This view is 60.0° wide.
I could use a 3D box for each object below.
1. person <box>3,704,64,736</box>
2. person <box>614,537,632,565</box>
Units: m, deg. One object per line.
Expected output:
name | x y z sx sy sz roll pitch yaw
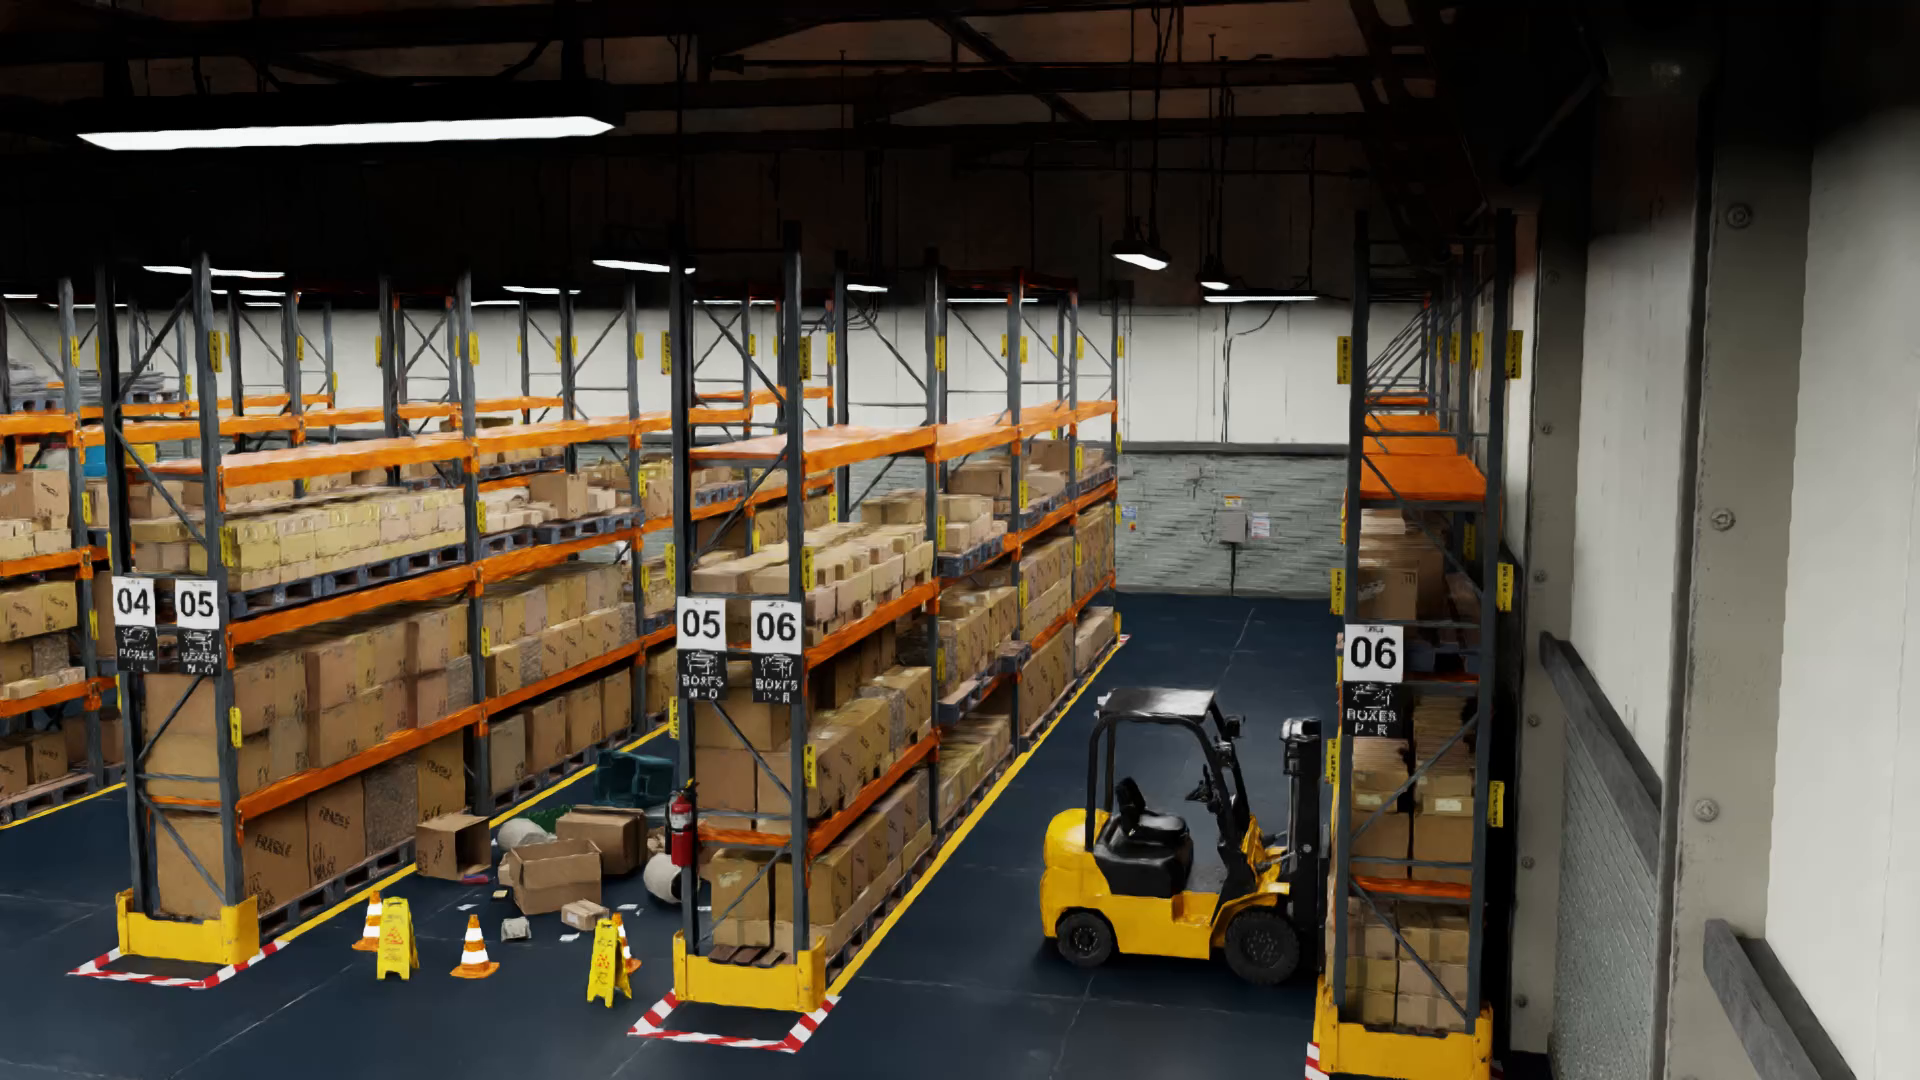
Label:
person | -11.661 1.830 20.866 0.445 1.574 1.091 1 7 11
person | -6.012 0.611 30.058 0.462 1.764 0.653 -2 7 -14
